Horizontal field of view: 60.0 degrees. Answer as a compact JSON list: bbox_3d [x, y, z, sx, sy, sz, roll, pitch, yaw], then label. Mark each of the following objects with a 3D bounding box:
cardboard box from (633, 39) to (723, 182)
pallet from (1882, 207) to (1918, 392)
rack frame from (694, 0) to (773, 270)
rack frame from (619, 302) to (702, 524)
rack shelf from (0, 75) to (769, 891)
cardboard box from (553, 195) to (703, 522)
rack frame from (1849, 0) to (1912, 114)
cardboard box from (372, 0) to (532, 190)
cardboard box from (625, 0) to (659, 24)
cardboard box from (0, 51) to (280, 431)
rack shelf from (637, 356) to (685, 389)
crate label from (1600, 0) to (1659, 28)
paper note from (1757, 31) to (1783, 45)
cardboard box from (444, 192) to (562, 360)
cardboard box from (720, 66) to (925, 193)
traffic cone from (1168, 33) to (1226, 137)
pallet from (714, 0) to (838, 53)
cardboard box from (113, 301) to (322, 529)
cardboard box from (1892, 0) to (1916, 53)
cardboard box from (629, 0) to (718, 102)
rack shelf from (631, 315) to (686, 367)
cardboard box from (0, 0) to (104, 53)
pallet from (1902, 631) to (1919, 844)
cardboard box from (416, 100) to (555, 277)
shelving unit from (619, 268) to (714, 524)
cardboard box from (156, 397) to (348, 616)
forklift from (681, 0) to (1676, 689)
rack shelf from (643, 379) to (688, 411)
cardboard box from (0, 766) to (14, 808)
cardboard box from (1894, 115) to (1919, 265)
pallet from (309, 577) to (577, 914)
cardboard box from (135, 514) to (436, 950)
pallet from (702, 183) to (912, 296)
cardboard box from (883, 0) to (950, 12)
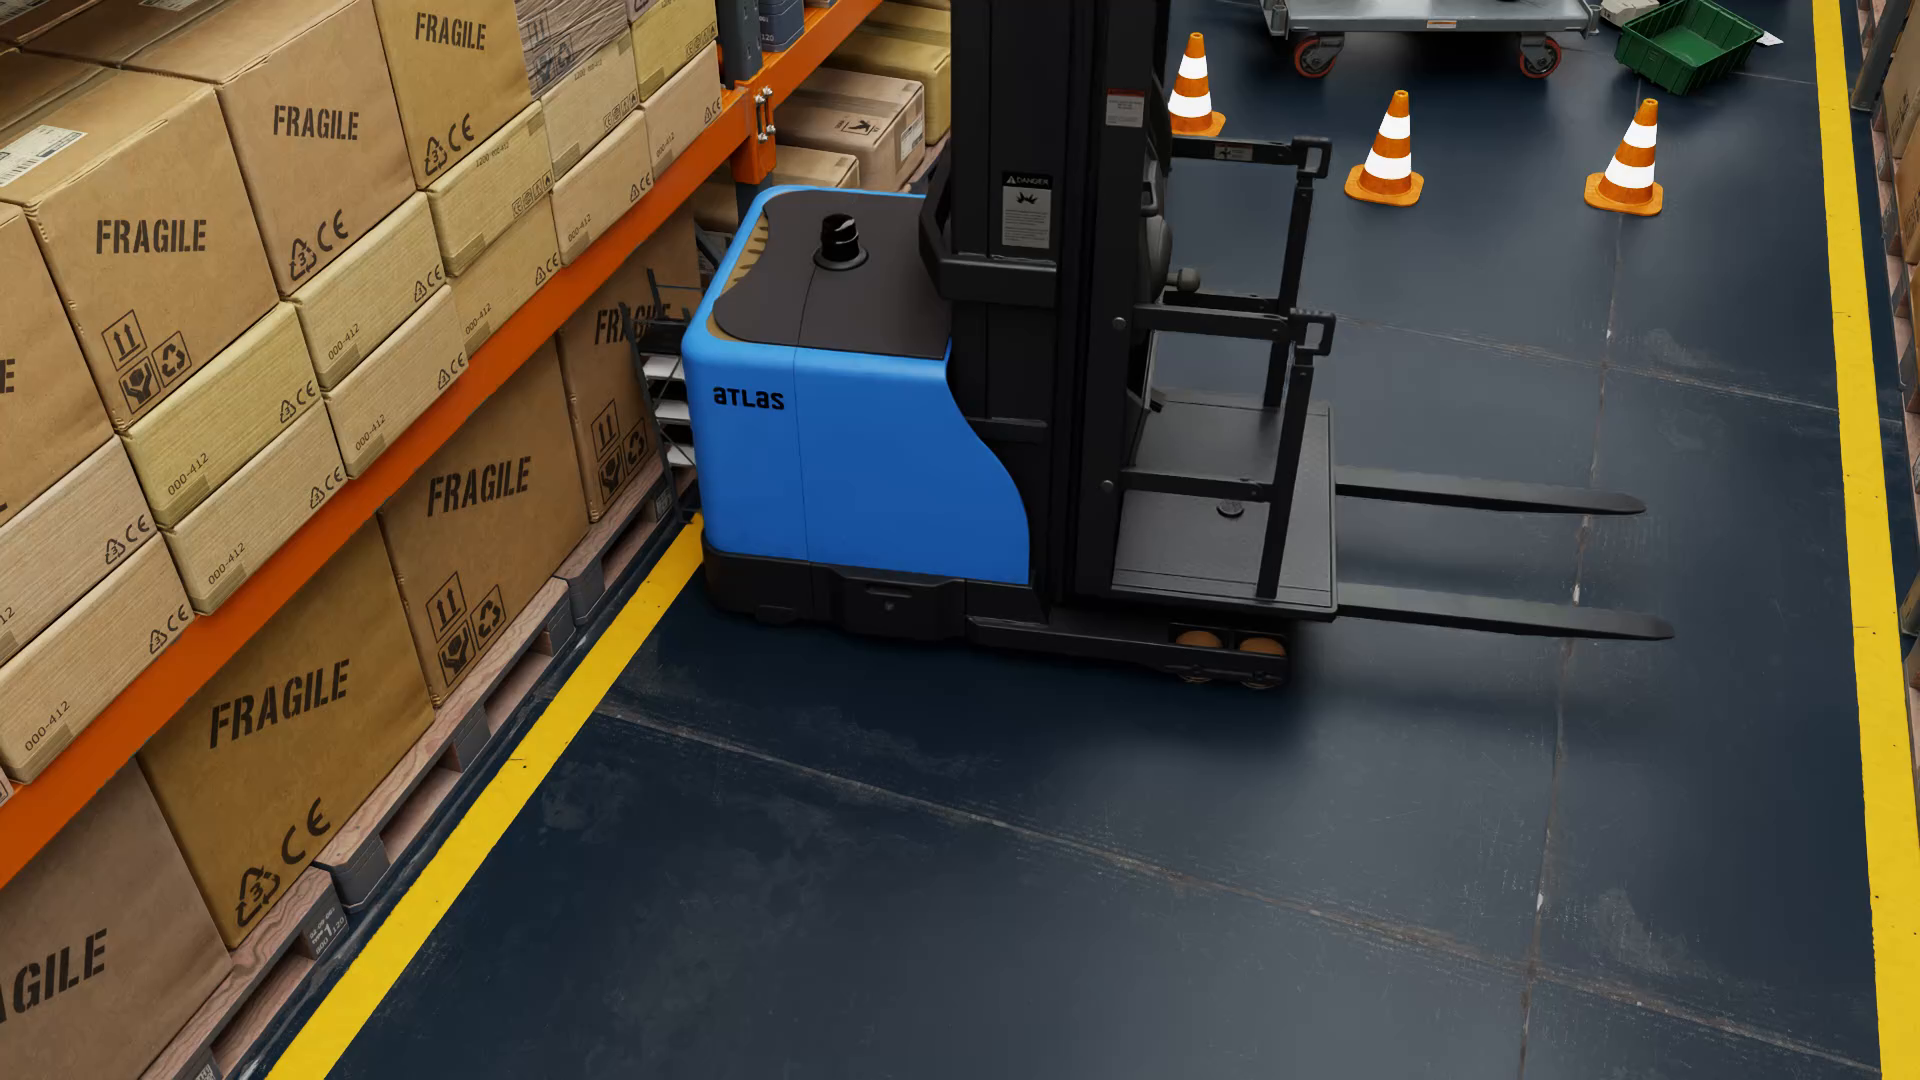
[{"bbox_3d":[-1.077,-1.372,5.163,0.500,0.250,0.500,12,42,14],"label":"cardboard box"},{"bbox_3d":[4.298,-0.903,6.646,1.003,0.211,1.213,13,42,15],"label":"pallet"},{"bbox_3d":[-1.148,-1.795,5.543,1.000,3.000,0.127,13,42,15],"label":"rack frame"},{"bbox_3d":[-0.915,-0.393,5.496,0.240,0.900,0.006,7,42,17],"label":"rack frame"},{"bbox_3d":[-1.832,-0.302,4.347,1.077,0.370,4.000,13,42,15],"label":"rack shelf"},{"bbox_3d":[-1.462,-0.744,5.624,0.875,0.875,0.875,13,42,15],"label":"cardboard box"},{"bbox_3d":[4.906,-3.198,7.187,1.000,3.000,0.127,13,42,15],"label":"rack frame"},{"bbox_3d":[-1.423,-1.224,4.026,0.500,0.500,0.500,13,42,15],"label":"cardboard box"},{"bbox_3d":[-1.079,-1.840,4.749,0.500,0.500,0.500,12,42,14],"label":"cardboard box"},{"bbox_3d":[-1.773,-0.600,3.295,0.500,0.500,0.500,12,42,14],"label":"cardboard box"},{"bbox_3d":[-0.901,-0.569,5.475,0.258,0.077,0.200,7,42,17],"label":"rack shelf"},{"bbox_3d":[3.629,-2.872,9.011,0.298,0.136,0.250,-13,42,-15],"label":"crate label"},{"bbox_3d":[4.285,-2.680,8.867,0.147,0.020,0.142,-13,42,-15],"label":"paper note"},{"bbox_3d":[-1.424,-0.754,4.438,0.500,0.250,0.500,13,42,15],"label":"cardboard box"},{"bbox_3d":[-0.700,-1.750,7.191,0.950,0.372,0.625,13,42,14],"label":"cardboard box"},{"bbox_3d":[1.112,-2.203,7.975,0.336,0.463,0.334,13,42,15],"label":"traffic cone"},{"bbox_3d":[-1.004,-2.181,6.143,1.213,0.211,1.003,13,42,15],"label":"pallet"},{"bbox_3d":[-1.751,-0.321,3.545,0.500,0.250,0.500,14,42,16],"label":"cardboard box"},{"bbox_3d":[5.187,-2.917,8.172,0.875,0.875,0.875,14,42,16],"label":"cardboard box"},{"bbox_3d":[-1.075,-1.577,5.017,0.500,0.250,0.500,13,42,15],"label":"cardboard box"},{"bbox_3d":[-0.910,-0.638,5.418,0.258,0.077,0.200,7,42,17],"label":"rack shelf"},{"bbox_3d":[-2.074,-1.043,3.814,0.500,0.500,0.500,14,42,16],"label":"cardboard box"},{"bbox_3d":[3.270,0.779,4.674,1.003,0.211,1.213,13,42,15],"label":"pallet"},{"bbox_3d":[-1.402,-0.946,4.278,0.500,0.250,0.500,12,42,14],"label":"cardboard box"},{"bbox_3d":[-0.886,-0.457,5.569,0.258,0.900,0.210,7,42,17],"label":"shelving unit"},{"bbox_3d":[-1.751,-0.133,3.711,0.500,0.250,0.500,13,42,15],"label":"cardboard box"},{"bbox_3d":[0.738,-1.021,4.688,3.031,2.935,1.130,6,41,7],"label":"forklift"},{"bbox_3d":[-0.891,-0.501,5.533,0.258,0.077,0.200,7,42,17],"label":"rack shelf"},{"bbox_3d":[-2.117,0.492,2.978,0.500,0.250,0.500,12,42,14],"label":"cardboard box"},{"bbox_3d":[4.445,-1.516,6.625,1.050,0.750,0.750,13,42,15],"label":"cardboard box"},{"bbox_3d":[-1.907,0.471,5.035,1.003,0.211,1.213,13,42,15],"label":"pallet"},{"bbox_3d":[-2.077,0.344,4.349,0.875,0.875,0.875,14,43,16],"label":"cardboard box"},{"bbox_3d":[-0.879,-1.211,7.006,1.003,0.211,1.213,13,42,15],"label":"pallet"},{"bbox_3d":[-0.200,-2.635,8.229,0.950,0.372,0.625,16,43,18],"label":"cardboard box"}]
